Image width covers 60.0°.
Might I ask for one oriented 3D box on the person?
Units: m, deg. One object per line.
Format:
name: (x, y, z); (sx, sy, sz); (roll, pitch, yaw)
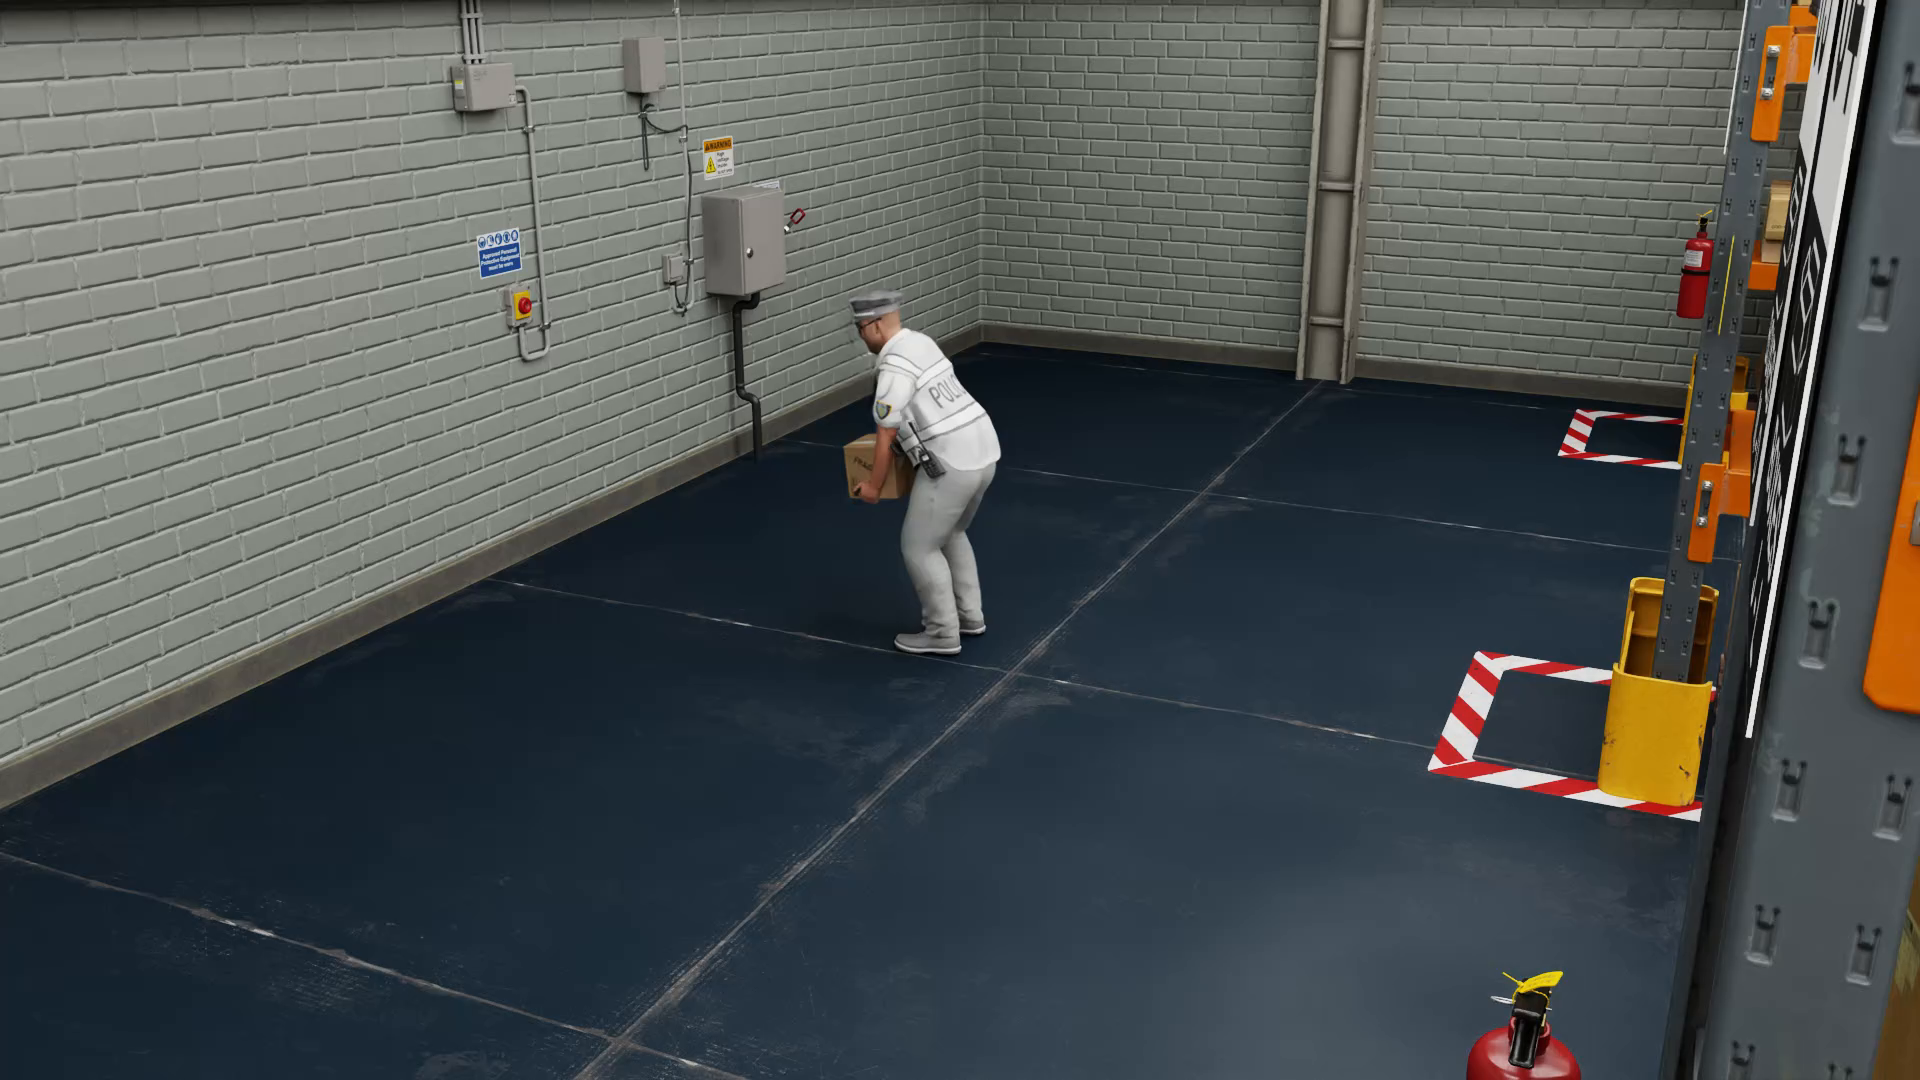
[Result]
person: (-0.172, -0.310, 7.631); (0.686, 1.650, 0.474); (8, 20, 22)
